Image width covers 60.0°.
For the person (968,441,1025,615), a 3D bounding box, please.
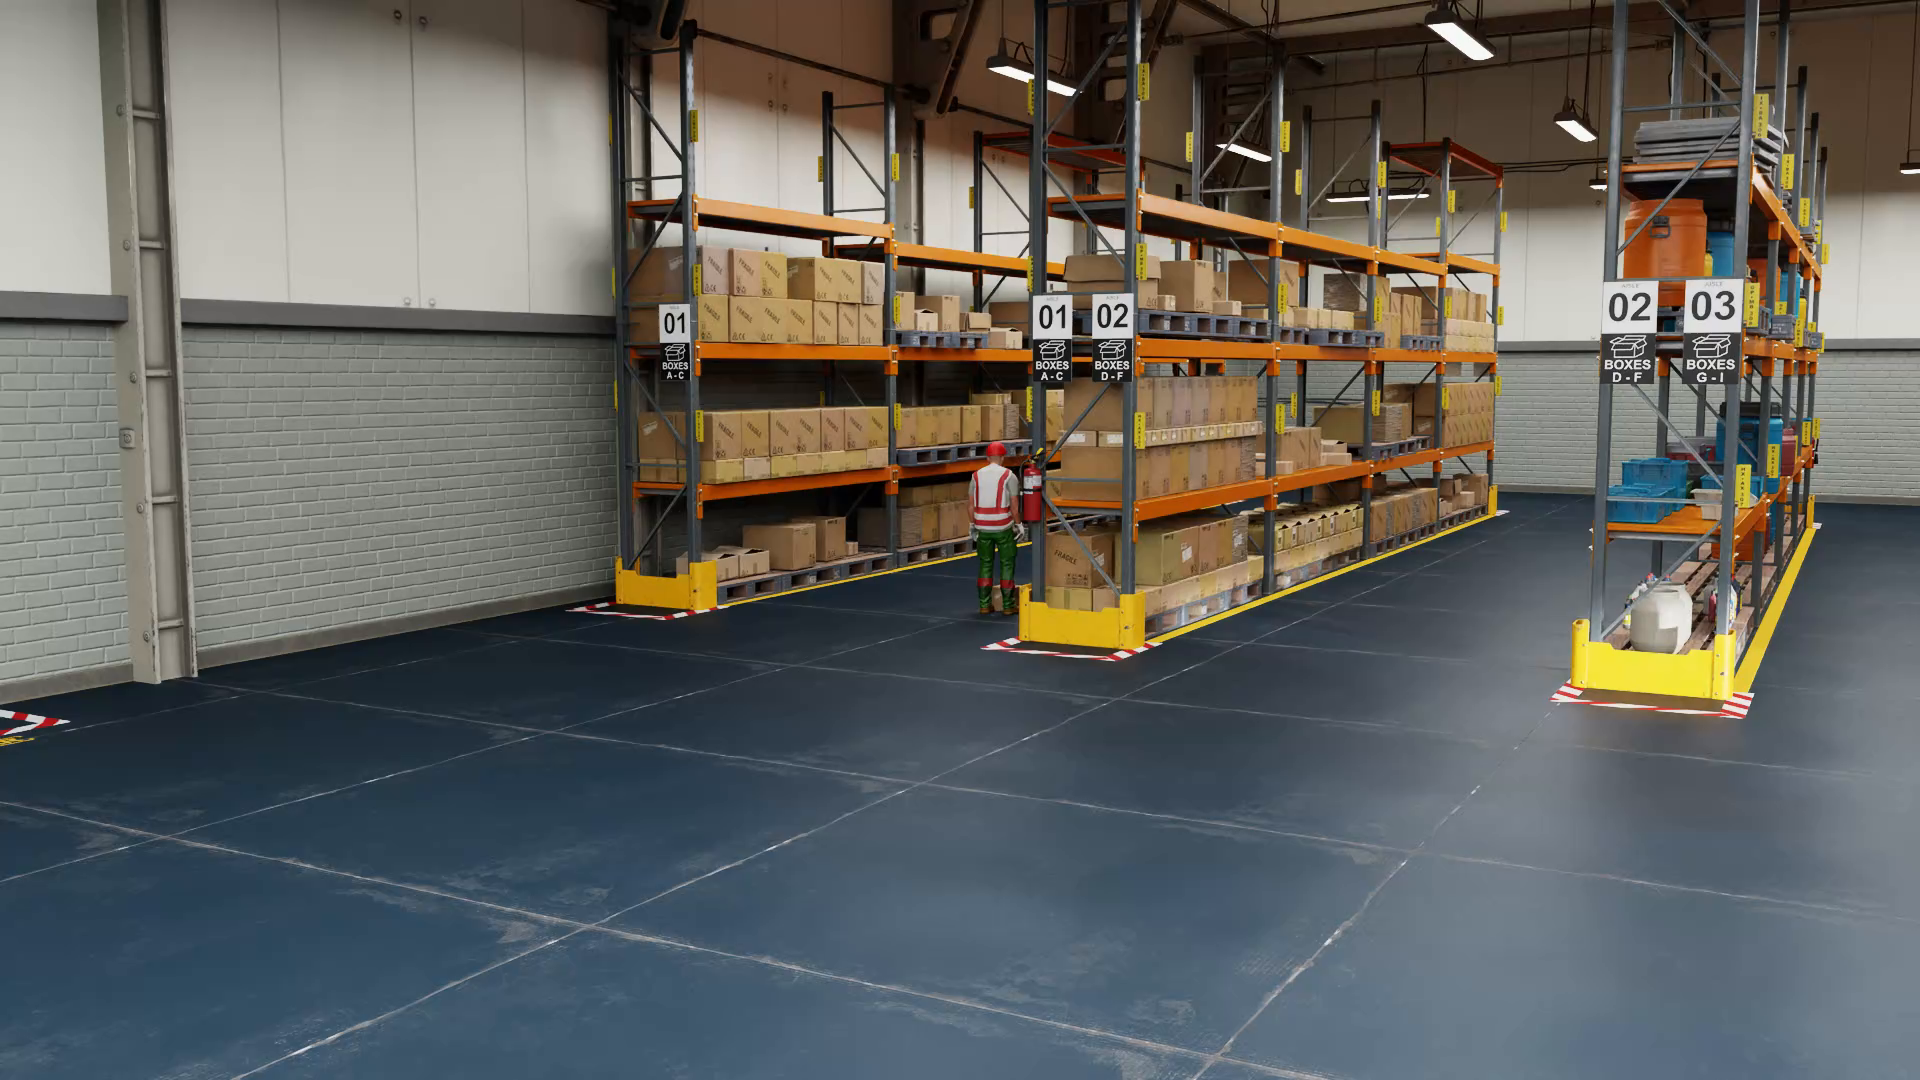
[{"bbox_3d":[0.371,-0.129,17.256,0.622,1.781,0.445,3,7,26],"label":"person"}]
